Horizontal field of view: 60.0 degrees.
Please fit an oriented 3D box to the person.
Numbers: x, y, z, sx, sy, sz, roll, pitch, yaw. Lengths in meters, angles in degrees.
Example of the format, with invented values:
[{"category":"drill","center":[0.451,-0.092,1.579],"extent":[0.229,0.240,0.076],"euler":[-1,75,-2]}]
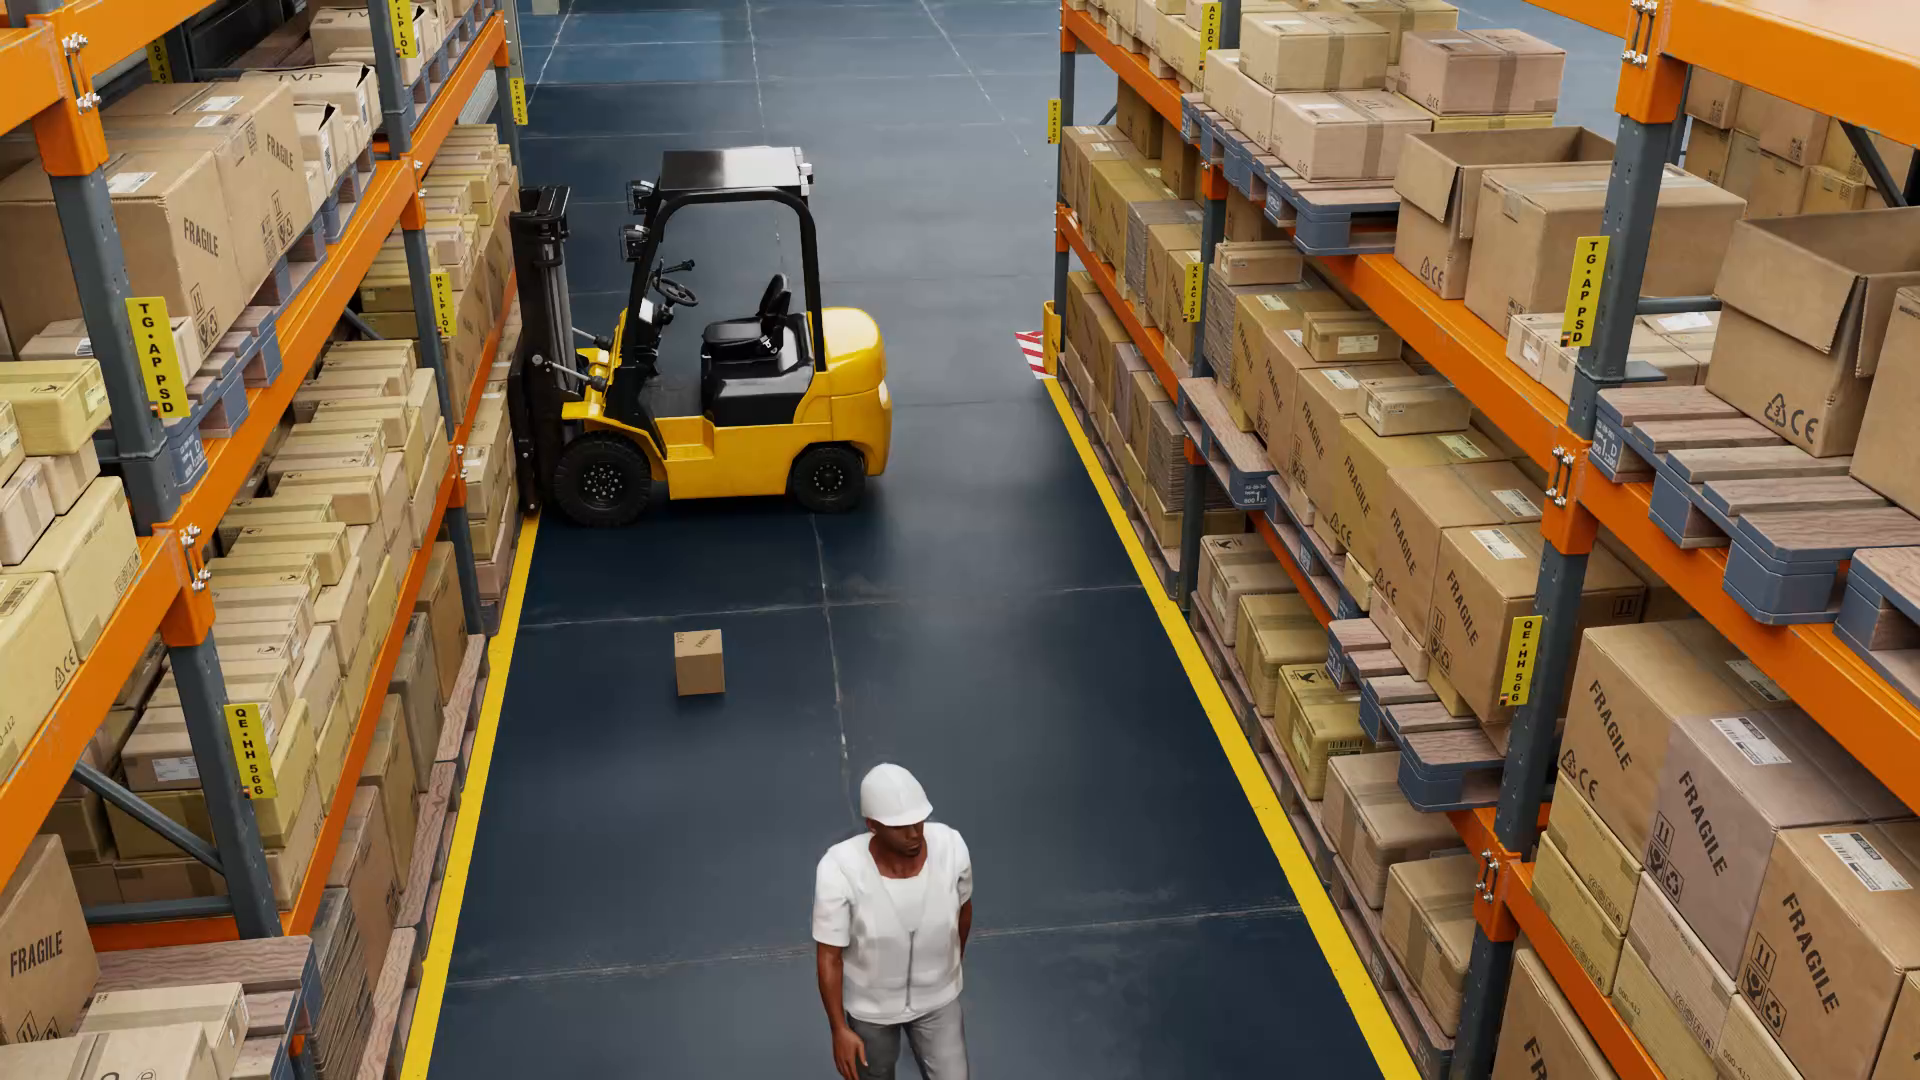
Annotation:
[{"category":"person","center":[-0.182,1.555,5.501],"extent":[0.567,1.726,0.920],"euler":[-6,28,-12]}]
